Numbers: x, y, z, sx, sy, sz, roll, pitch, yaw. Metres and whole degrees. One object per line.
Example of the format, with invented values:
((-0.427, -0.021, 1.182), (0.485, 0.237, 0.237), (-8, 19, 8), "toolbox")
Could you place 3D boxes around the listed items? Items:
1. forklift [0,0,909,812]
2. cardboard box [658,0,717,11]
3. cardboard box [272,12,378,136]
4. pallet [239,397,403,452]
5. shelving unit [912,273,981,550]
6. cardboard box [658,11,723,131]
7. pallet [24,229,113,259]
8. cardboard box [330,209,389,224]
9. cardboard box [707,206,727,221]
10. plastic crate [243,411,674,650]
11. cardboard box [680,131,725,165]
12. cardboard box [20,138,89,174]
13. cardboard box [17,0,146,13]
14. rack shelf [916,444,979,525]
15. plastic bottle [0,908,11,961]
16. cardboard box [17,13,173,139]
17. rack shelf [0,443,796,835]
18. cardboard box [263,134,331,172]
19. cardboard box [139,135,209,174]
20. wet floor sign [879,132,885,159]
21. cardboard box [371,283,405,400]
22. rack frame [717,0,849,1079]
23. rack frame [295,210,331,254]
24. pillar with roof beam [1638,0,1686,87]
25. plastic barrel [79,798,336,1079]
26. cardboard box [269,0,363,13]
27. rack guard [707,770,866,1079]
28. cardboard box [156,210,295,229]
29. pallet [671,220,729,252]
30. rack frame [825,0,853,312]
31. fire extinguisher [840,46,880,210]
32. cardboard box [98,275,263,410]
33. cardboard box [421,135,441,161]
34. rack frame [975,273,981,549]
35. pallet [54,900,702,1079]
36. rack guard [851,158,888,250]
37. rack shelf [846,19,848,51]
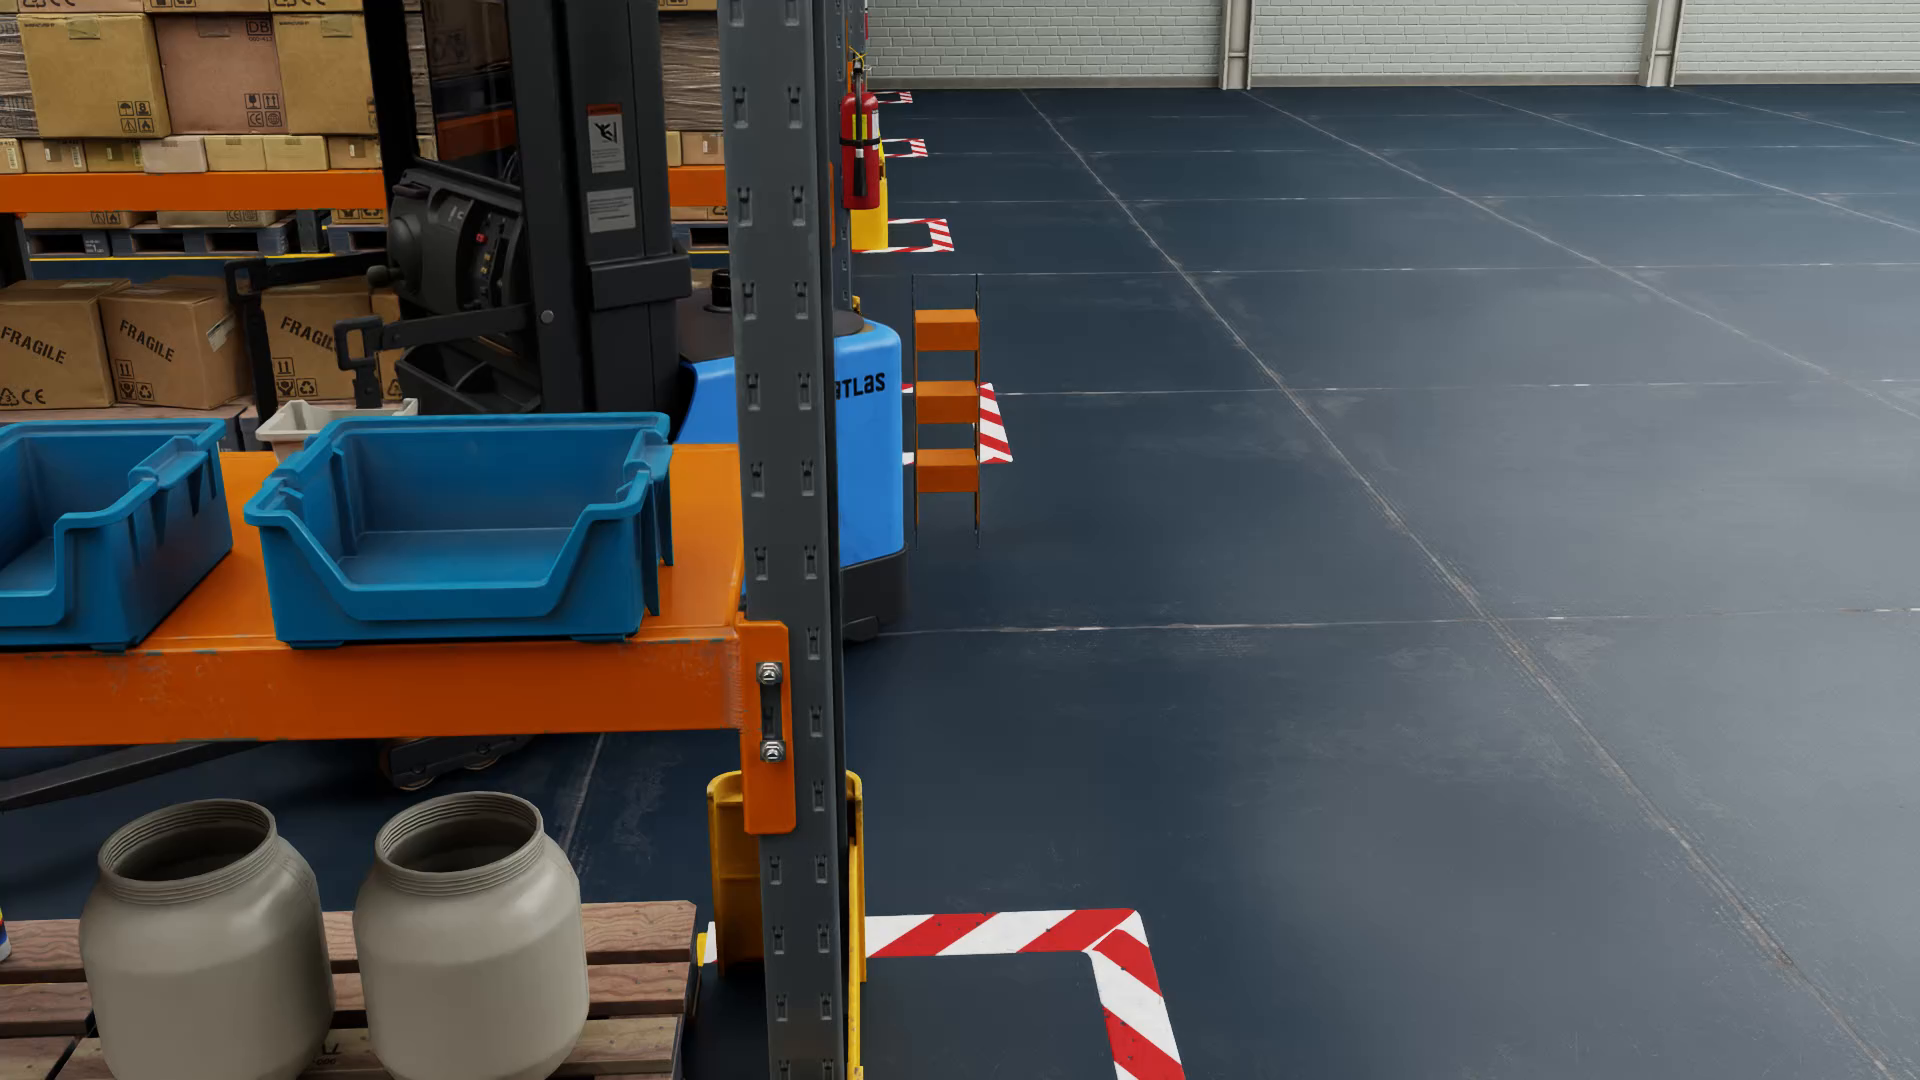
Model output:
((-1.653, -0.868, 4.781), (3.031, 2.935, 1.130), (-15, 26, -35), "forklift")
((-1.112, -2.530, 7.086), (0.500, 0.500, 0.500), (-1, 21, -3), "cardboard box")
((-2.622, -2.107, 7.380), (0.500, 0.500, 0.875), (-1, 21, -3), "cardboard box")
((-2.681, -0.643, 8.014), (1.213, 0.211, 1.003), (-1, 21, -3), "pallet")
((-0.053, -0.490, 6.431), (0.252, 1.050, 0.215), (-1, 21, -3), "shelving unit")
((-1.128, -2.160, 7.521), (0.500, 0.500, 0.875), (-1, 21, -3), "cardboard box")
((-6.740, -2.287, 12.332), (1.213, 0.211, 1.003), (-1, 21, -3), "pallet")
((-4.121, -2.850, 12.286), (0.875, 0.875, 0.875), (-1, 21, -2), "cardboard box")
((-1.433, -2.906, 12.434), (0.875, 0.875, 0.875), (-1, 21, -3), "cardboard box")
((-0.777, -0.030, 2.694), (0.616, 0.251, 0.499), (-1, 21, -3), "plastic crate")
((-1.099, -1.774, 7.419), (0.250, 0.149, 0.380), (-1, 21, -3), "cardboard box")
((-3.840, -1.690, 7.197), (0.250, 0.149, 0.380), (-1, 21, -3), "cardboard box")
((-3.608, -2.477, 6.948), (0.500, 0.500, 0.500), (-1, 21, -3), "cardboard box")
((-0.053, -0.220, 6.534), (0.240, 0.259, 0.215), (-1, 21, -3), "rack shelf")
((-2.122, 0.779, 3.575), (0.097, 0.271, 0.097), (0, 21, 0), "plastic bottle")
((-3.617, -2.065, 7.271), (0.500, 0.500, 0.875), (-1, 21, -3), "cardboard box")
((-2.291, 0.160, 2.995), (4.000, 0.370, 1.077), (-1, 21, -3), "rack shelf")
((-2.842, -1.710, 7.250), (0.250, 0.149, 0.380), (-1, 21, -3), "cardboard box")
((-3.339, -1.689, 7.195), (0.250, 0.149, 0.380), (-1, 21, -3), "cardboard box")
((-0.892, -4.020, 16.272), (0.232, 0.644, 0.267), (6, 22, 16), "wet floor sign")
((-2.422, -0.967, 7.868), (0.500, 0.500, 0.500), (1, 21, 2), "cardboard box")
((-0.294, -0.216, 2.974), (0.127, 3.000, 1.000), (-1, 21, -3), "rack frame")
((-4.753, -3.659, 12.015), (0.127, 3.000, 1.000), (-1, 21, -3), "rack frame")
((10.050, -9.084, 17.832), (0.400, 9.000, 9.100), (-1, 21, -3), "pillar with roof beam")
((-1.447, 0.801, 3.208), (0.421, 0.512, 0.421), (0, 21, 0), "plastic barrel")
((-2.610, -2.501, 7.011), (0.500, 0.500, 0.500), (-1, 21, -3), "cardboard box")
((-0.368, 0.970, 3.370), (0.348, 0.500, 1.175), (-1, 21, -3), "rack guard")
((-5.367, -2.759, 12.223), (0.750, 0.750, 1.050), (-1, 21, -3), "cardboard box")
((-1.553, -2.393, 12.609), (1.213, 0.211, 1.003), (-1, 21, -3), "pallet")
((-0.577, -1.976, 7.595), (0.127, 3.000, 1.000), (-1, 21, -3), "rack frame")
((-0.436, -1.778, 7.185), (0.183, 0.674, 0.296), (-1, 21, -3), "fire extinguisher")
((-3.598, -0.931, 7.773), (0.500, 0.500, 0.500), (5, 22, 14), "cardboard box")
((-2.341, -1.712, 7.254), (0.250, 0.149, 0.380), (-1, 21, -3), "cardboard box")
((0.068, -0.492, 6.438), (0.008, 1.050, 0.200), (-1, 21, -3), "rack frame")
((-1.179, 1.120, 3.384), (1.213, 0.211, 1.003), (-1, 21, -3), "pallet")
((-0.735, -2.572, 12.674), (0.348, 0.500, 1.175), (-1, 21, -3), "rack guard")
((-3.140, -5.119, 16.863), (4.000, 0.370, 1.077), (-1, 21, -3), "rack shelf")
